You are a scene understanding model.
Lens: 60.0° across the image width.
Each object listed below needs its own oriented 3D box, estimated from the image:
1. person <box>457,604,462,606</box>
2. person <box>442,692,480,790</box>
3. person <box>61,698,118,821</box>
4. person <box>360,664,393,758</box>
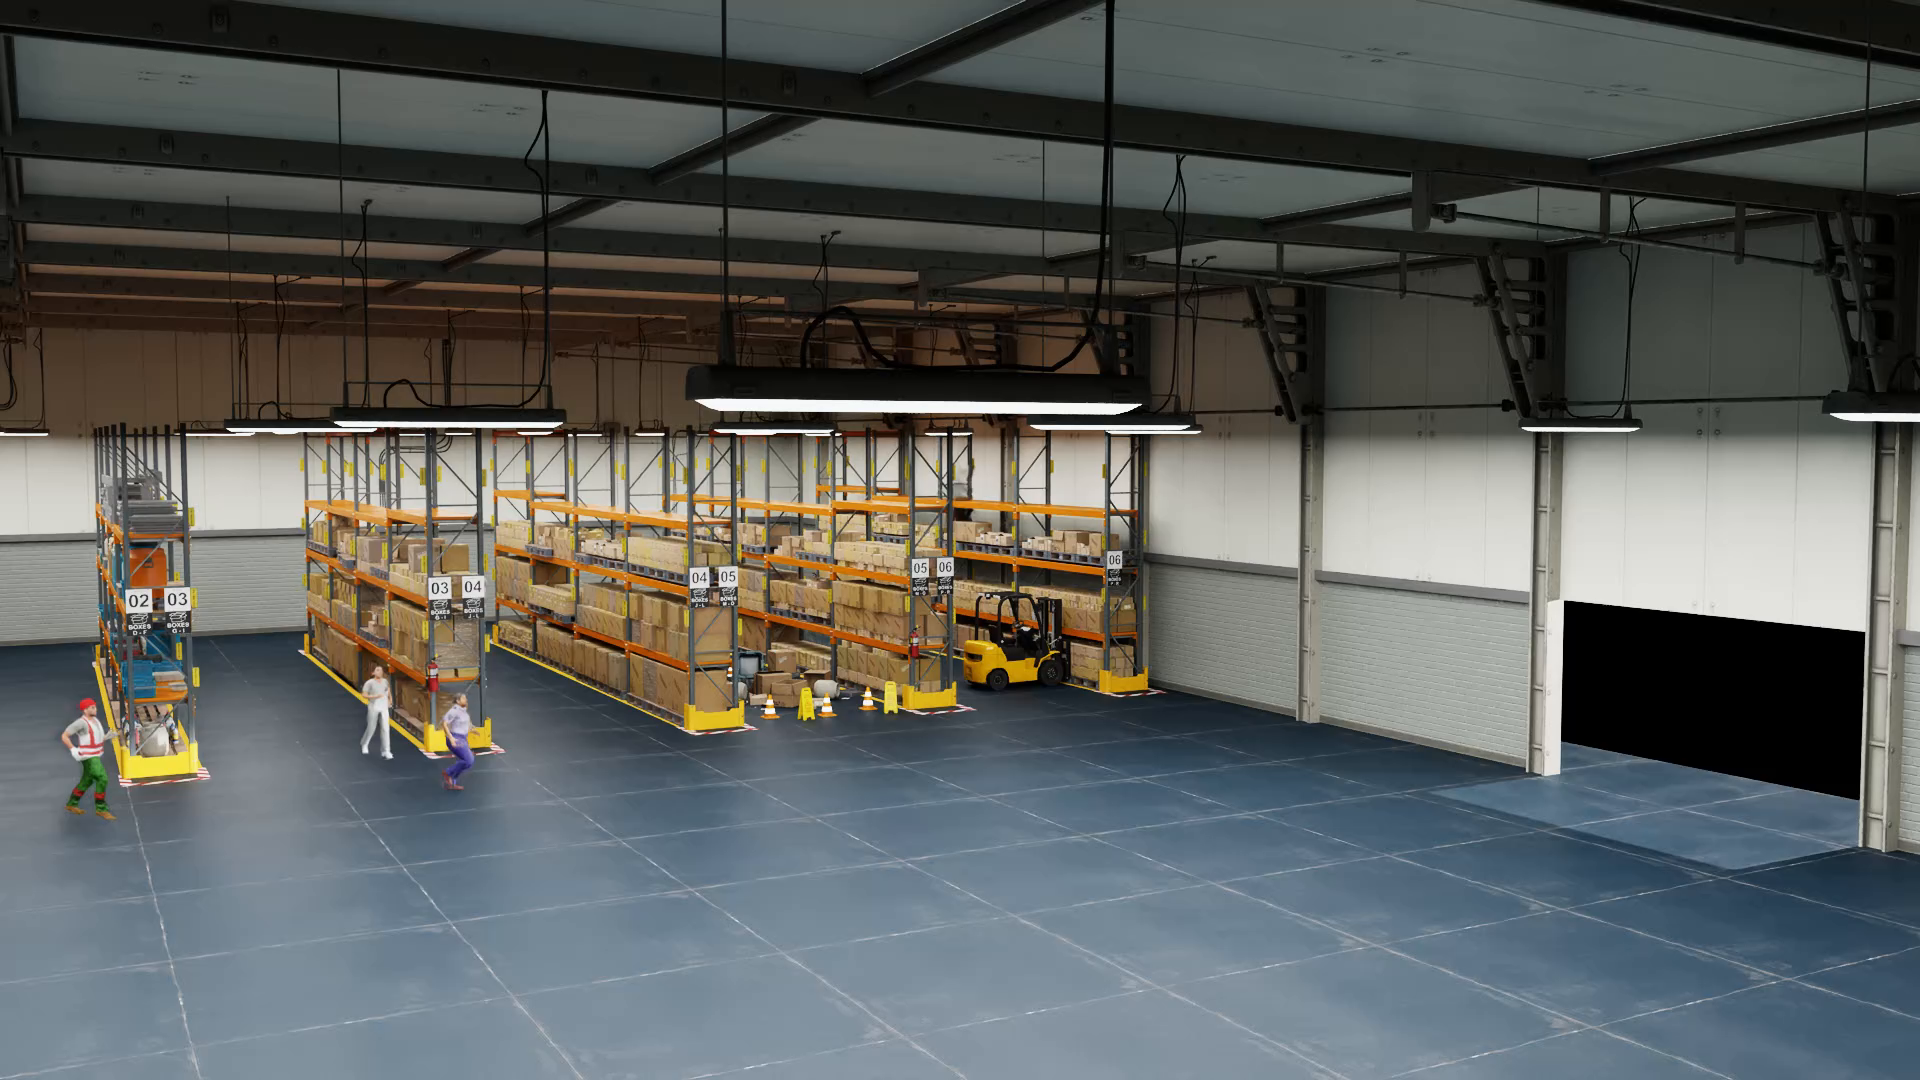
[{"bbox_3d":[-14.104,2.051,46.464,0.707,1.718,0.717,1,4,14],"label":"person"},{"bbox_3d":[-8.144,3.287,27.126,0.587,1.586,0.562,0,3,-1],"label":"person"},{"bbox_3d":[-13.106,3.304,25.027,0.806,1.846,0.650,0,3,-5],"label":"person"},{"bbox_3d":[-10.440,3.058,29.898,0.592,1.621,0.987,-3,4,-39],"label":"person"}]
